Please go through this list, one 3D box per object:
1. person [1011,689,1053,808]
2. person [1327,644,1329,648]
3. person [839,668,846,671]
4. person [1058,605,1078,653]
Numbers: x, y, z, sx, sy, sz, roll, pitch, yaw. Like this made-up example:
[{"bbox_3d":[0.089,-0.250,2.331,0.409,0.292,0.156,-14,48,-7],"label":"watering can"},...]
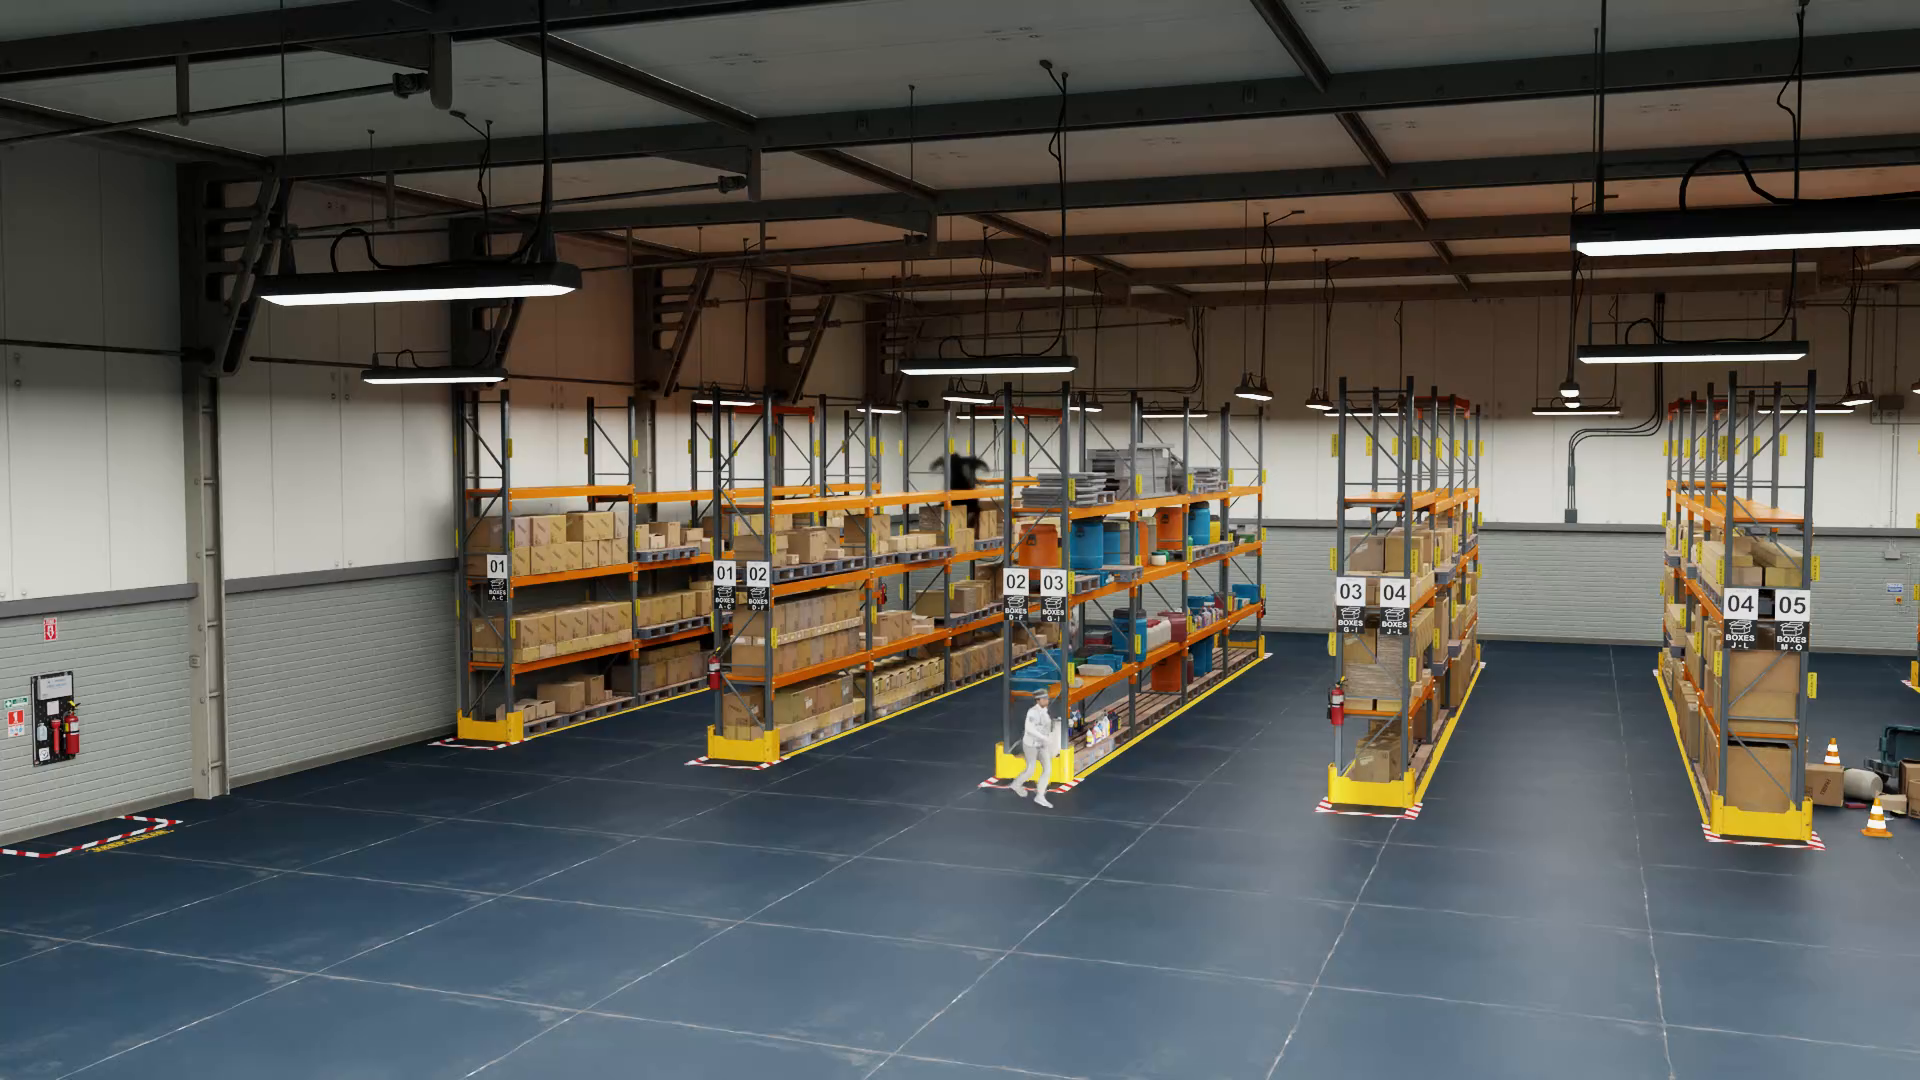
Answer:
[{"bbox_3d":[0.985,2.891,23.364,0.792,1.664,0.578,3,4,42],"label":"person"},{"bbox_3d":[9.510,1.973,40.586,1.108,1.587,0.663,3,4,44],"label":"person"},{"bbox_3d":[-2.820,2.130,37.104,0.705,1.702,0.801,-1,3,-24],"label":"person"},{"bbox_3d":[2.546,2.113,37.724,0.565,1.600,0.728,2,4,32],"label":"person"}]
